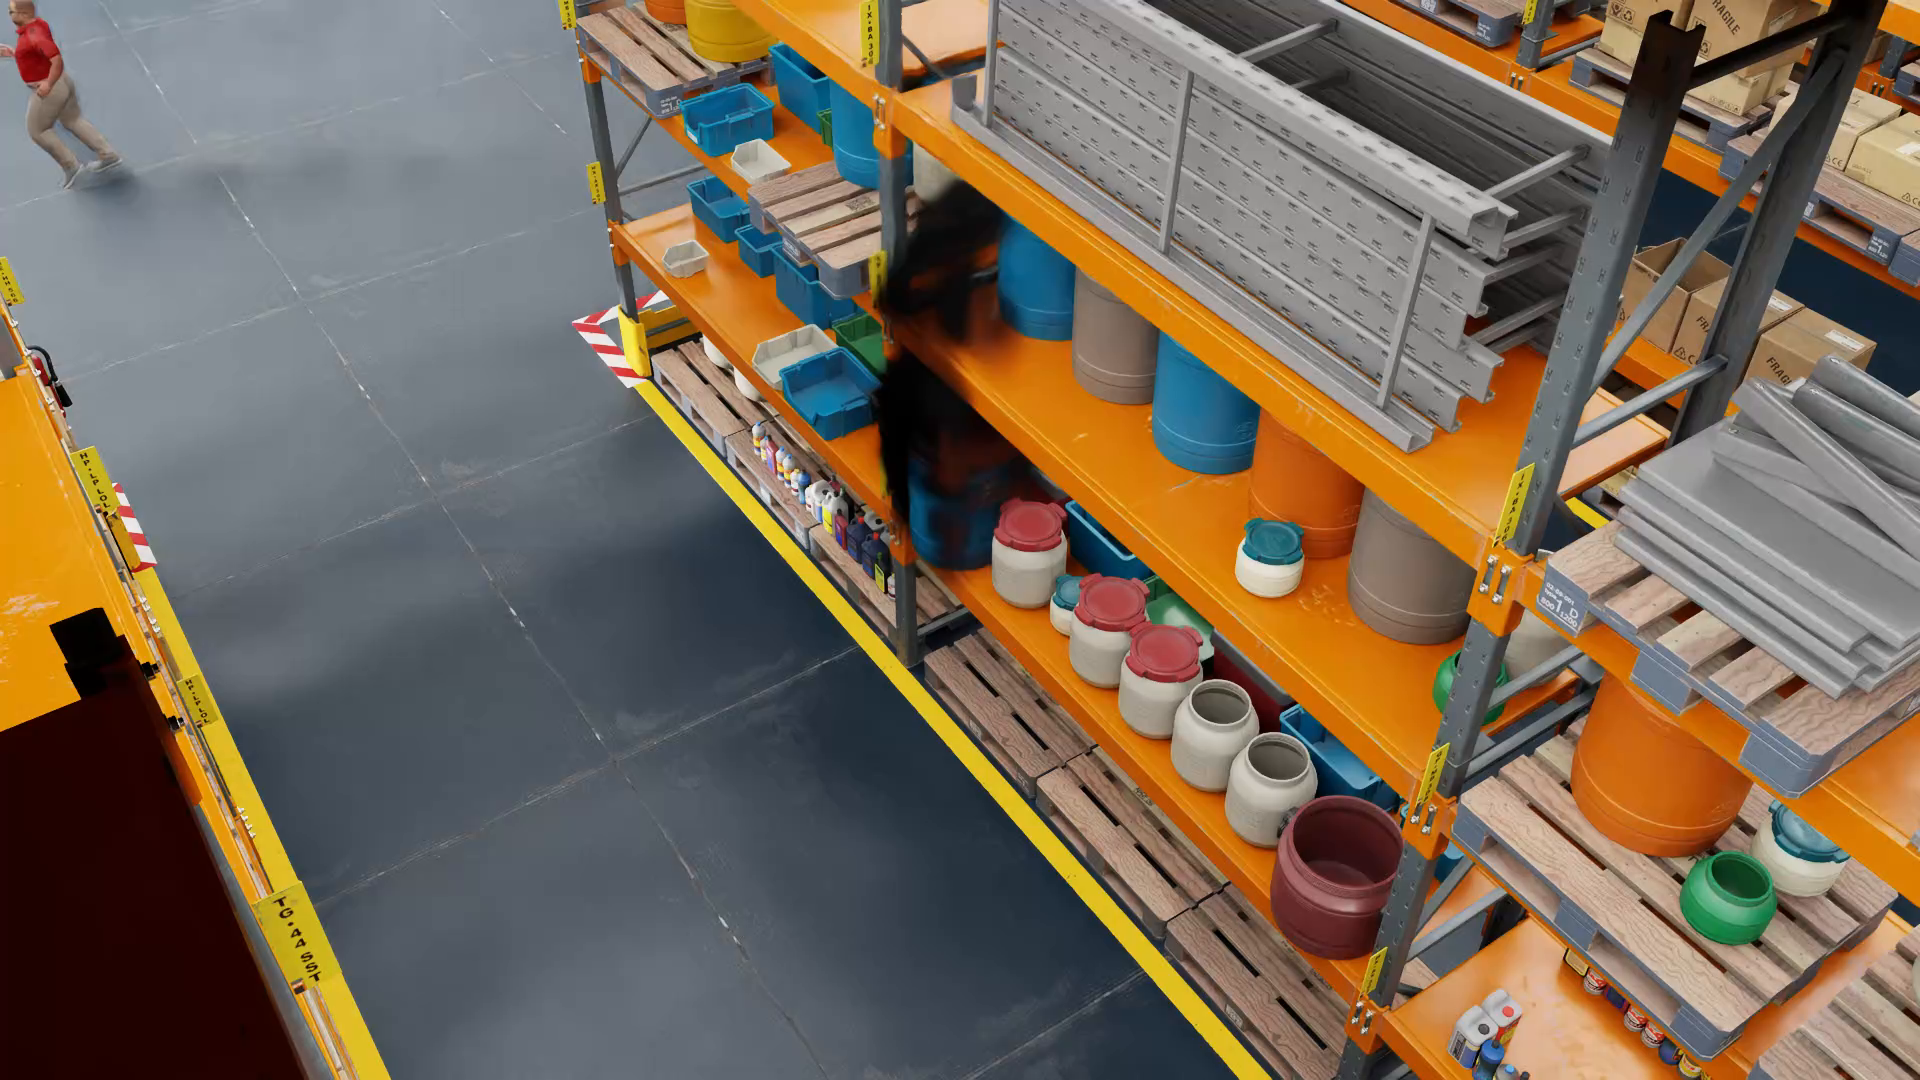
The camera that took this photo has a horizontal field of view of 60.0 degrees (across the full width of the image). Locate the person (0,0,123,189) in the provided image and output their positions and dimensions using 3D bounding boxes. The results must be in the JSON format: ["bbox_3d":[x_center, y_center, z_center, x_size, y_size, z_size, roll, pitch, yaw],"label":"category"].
[{"bbox_3d":[-8.114,-3.980,14.833,0.727,1.781,0.640,-7,43,-7],"label":"person"}]
